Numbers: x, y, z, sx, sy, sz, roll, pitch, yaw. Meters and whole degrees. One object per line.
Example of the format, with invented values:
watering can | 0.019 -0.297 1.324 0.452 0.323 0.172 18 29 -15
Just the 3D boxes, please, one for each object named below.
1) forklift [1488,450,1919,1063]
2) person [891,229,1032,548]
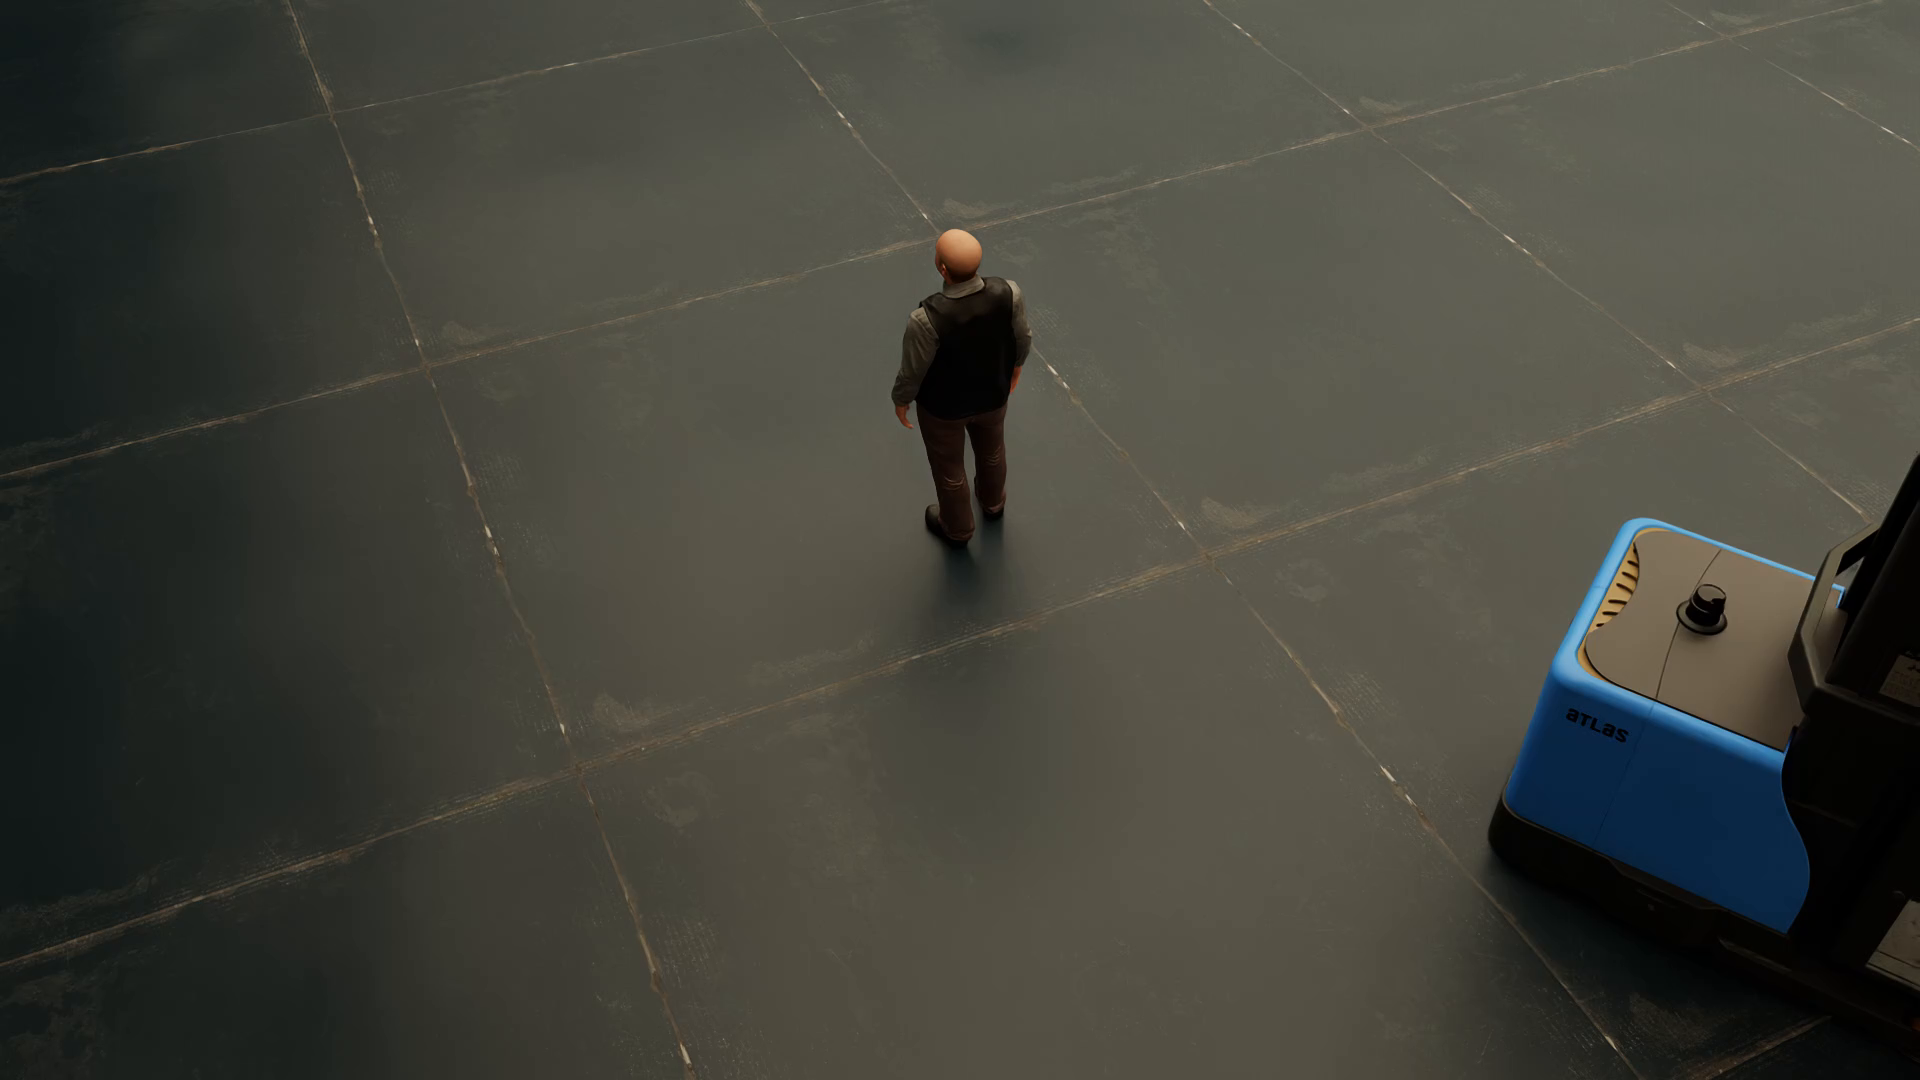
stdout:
forklift | 3.577 0.422 5.227 3.031 2.935 1.130 23 48 23
person | -0.020 -0.676 7.280 0.633 1.722 0.566 -18 46 -18
